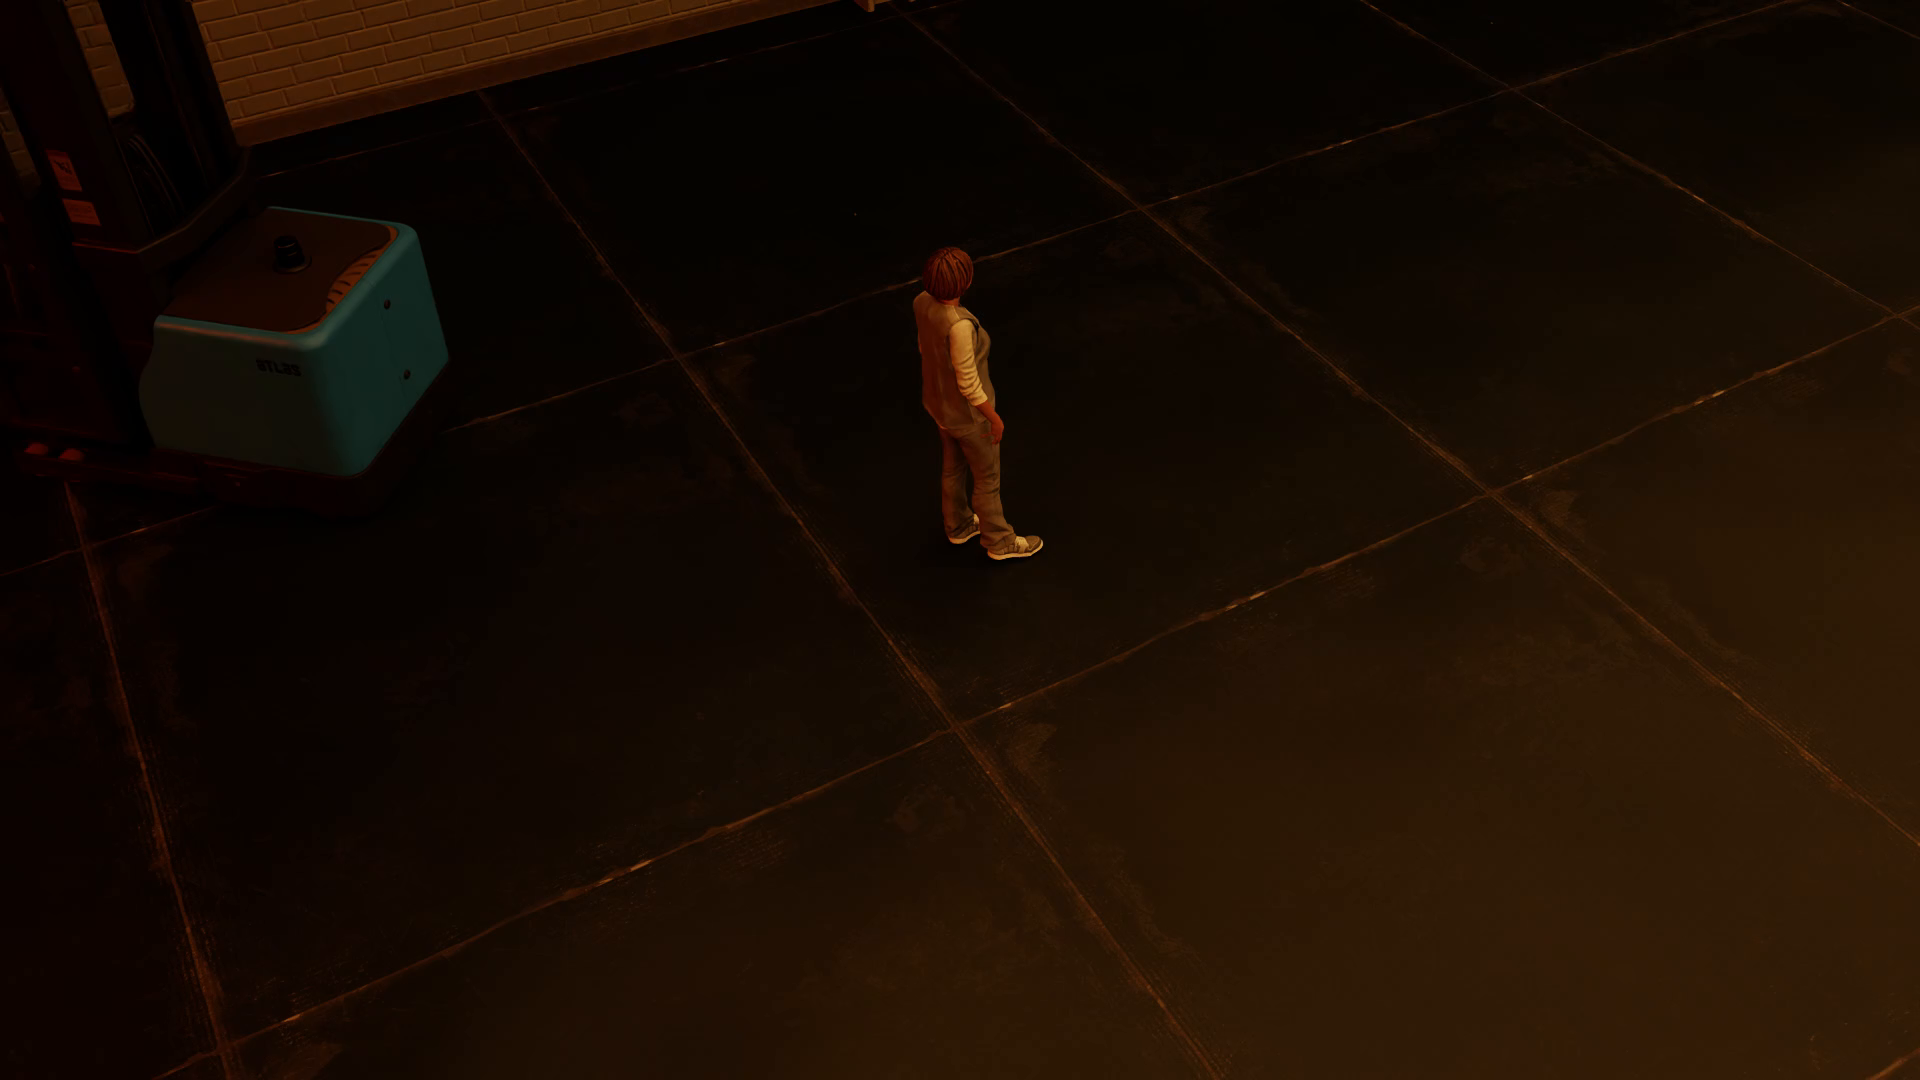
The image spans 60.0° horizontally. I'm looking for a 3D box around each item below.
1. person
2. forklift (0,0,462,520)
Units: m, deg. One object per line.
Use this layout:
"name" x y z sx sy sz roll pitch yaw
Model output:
"person" 0.071 -0.607 7.323 0.475 1.596 0.521 -21 47 -21
"forklift" -4.133 -1.696 7.527 3.031 2.935 1.130 9 44 10
